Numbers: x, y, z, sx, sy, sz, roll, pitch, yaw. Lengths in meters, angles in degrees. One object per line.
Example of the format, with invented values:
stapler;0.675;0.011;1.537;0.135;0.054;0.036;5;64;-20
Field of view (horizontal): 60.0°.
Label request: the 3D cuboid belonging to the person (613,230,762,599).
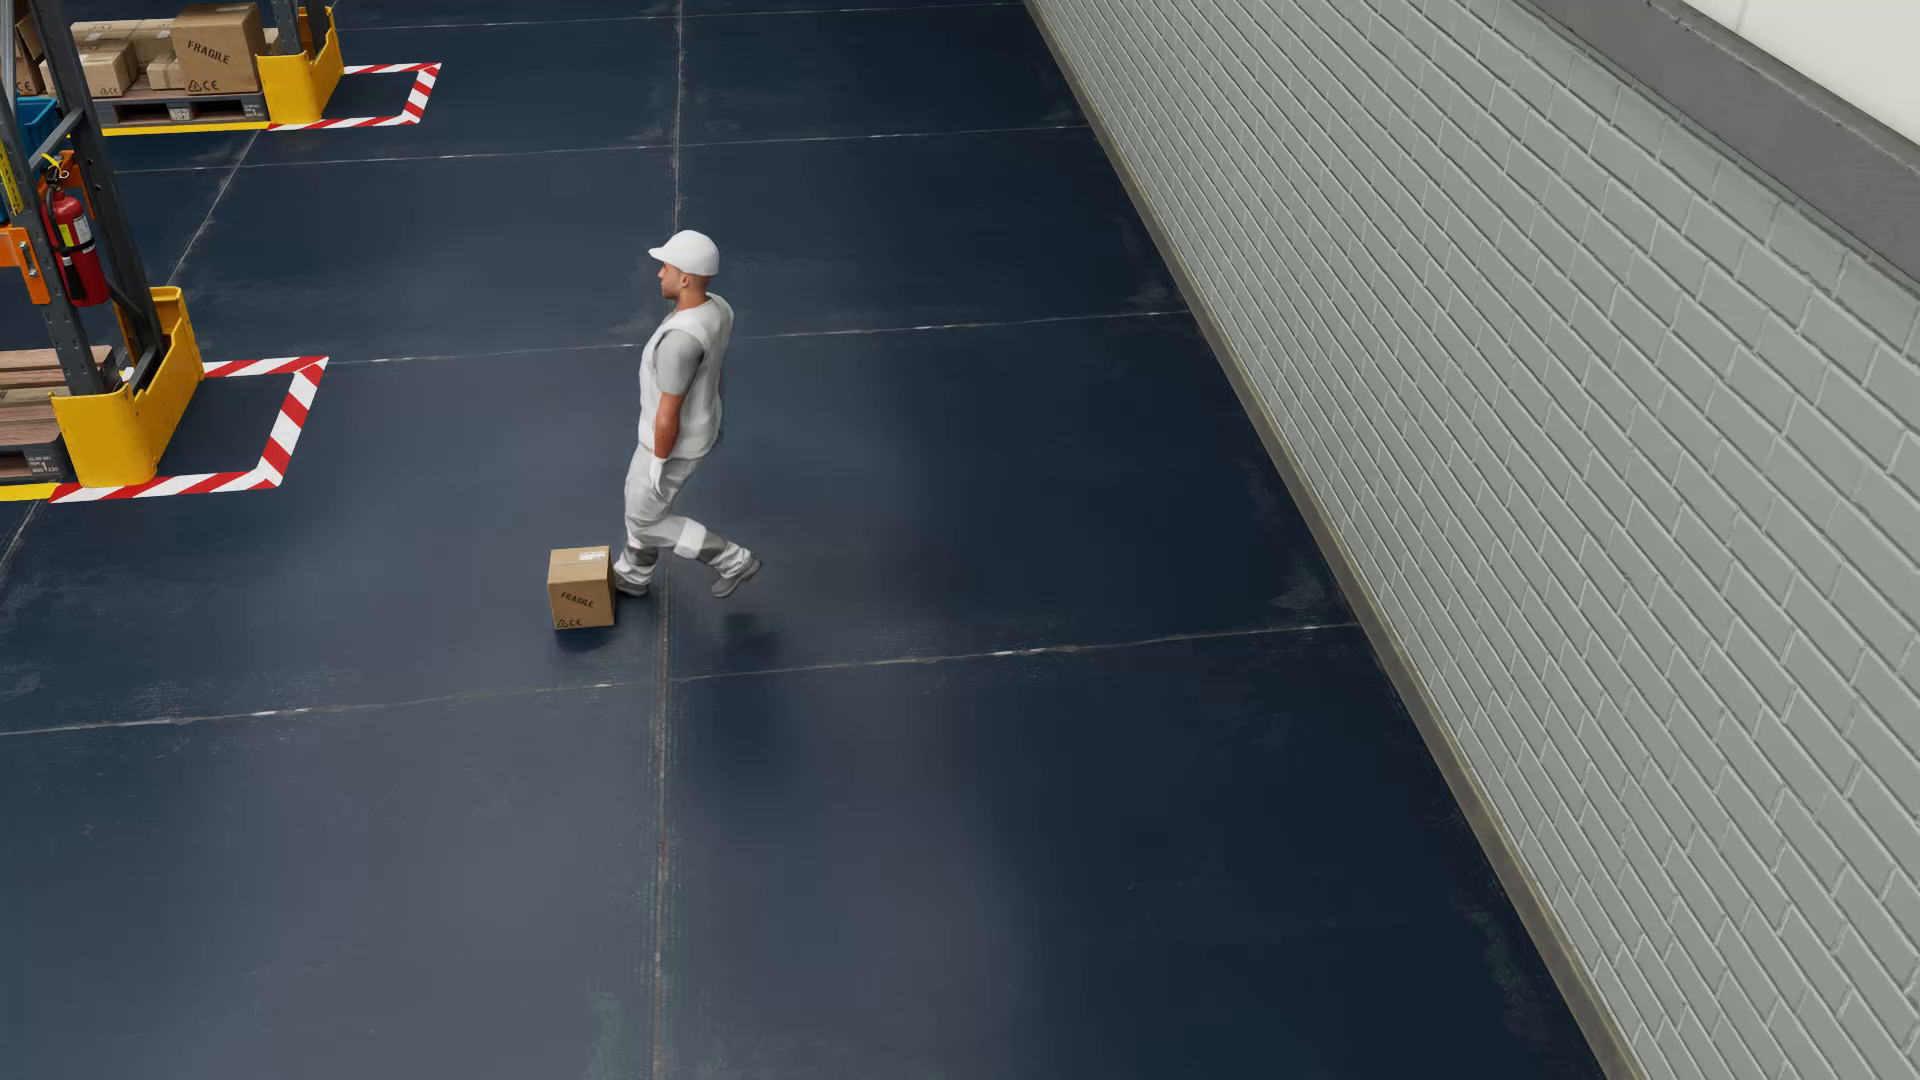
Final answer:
person;-1.254;-0.449;6.834;0.853;1.722;0.626;5;35;7
